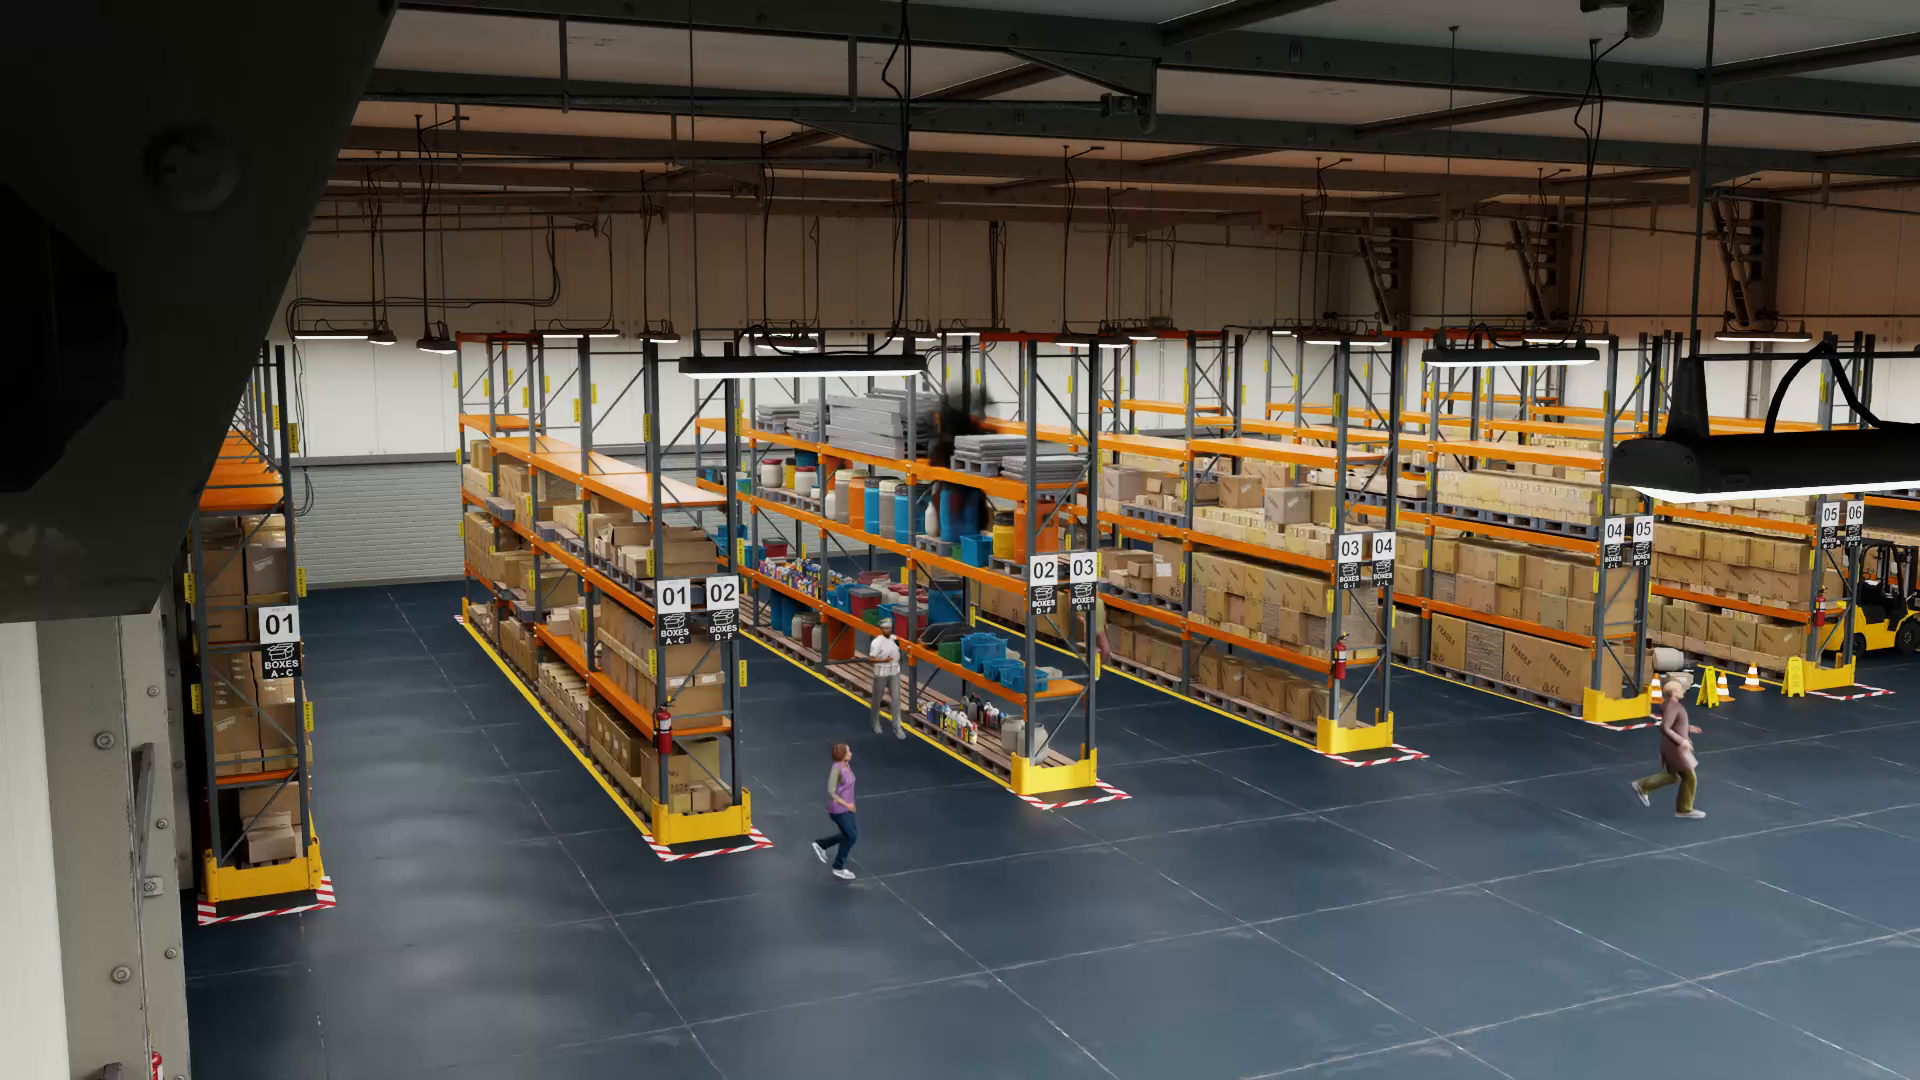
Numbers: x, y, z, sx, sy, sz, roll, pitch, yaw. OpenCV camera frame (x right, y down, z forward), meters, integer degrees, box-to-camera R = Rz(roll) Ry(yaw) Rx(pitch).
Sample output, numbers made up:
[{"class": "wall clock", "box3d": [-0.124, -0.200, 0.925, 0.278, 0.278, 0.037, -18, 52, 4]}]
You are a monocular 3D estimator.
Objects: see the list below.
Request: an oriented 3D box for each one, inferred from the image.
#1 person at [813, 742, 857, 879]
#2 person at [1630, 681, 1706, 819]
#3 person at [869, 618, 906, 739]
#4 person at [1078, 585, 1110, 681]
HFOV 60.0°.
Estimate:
[{"class": "person", "box3d": [-1.411, 3.049, 18.811, 0.572, 1.567, 0.581, 1, 8, 10]}, {"class": "person", "box3d": [8.994, 2.643, 21.022, 0.897, 1.745, 0.720, 2, 8, 14]}, {"class": "person", "box3d": [-1.043, 1.973, 23.888, 0.575, 1.743, 0.842, -4, 9, -27]}, {"class": "person", "box3d": [2.239, 1.535, 27.476, 0.556, 1.648, 0.507, -4, 9, -26]}]
